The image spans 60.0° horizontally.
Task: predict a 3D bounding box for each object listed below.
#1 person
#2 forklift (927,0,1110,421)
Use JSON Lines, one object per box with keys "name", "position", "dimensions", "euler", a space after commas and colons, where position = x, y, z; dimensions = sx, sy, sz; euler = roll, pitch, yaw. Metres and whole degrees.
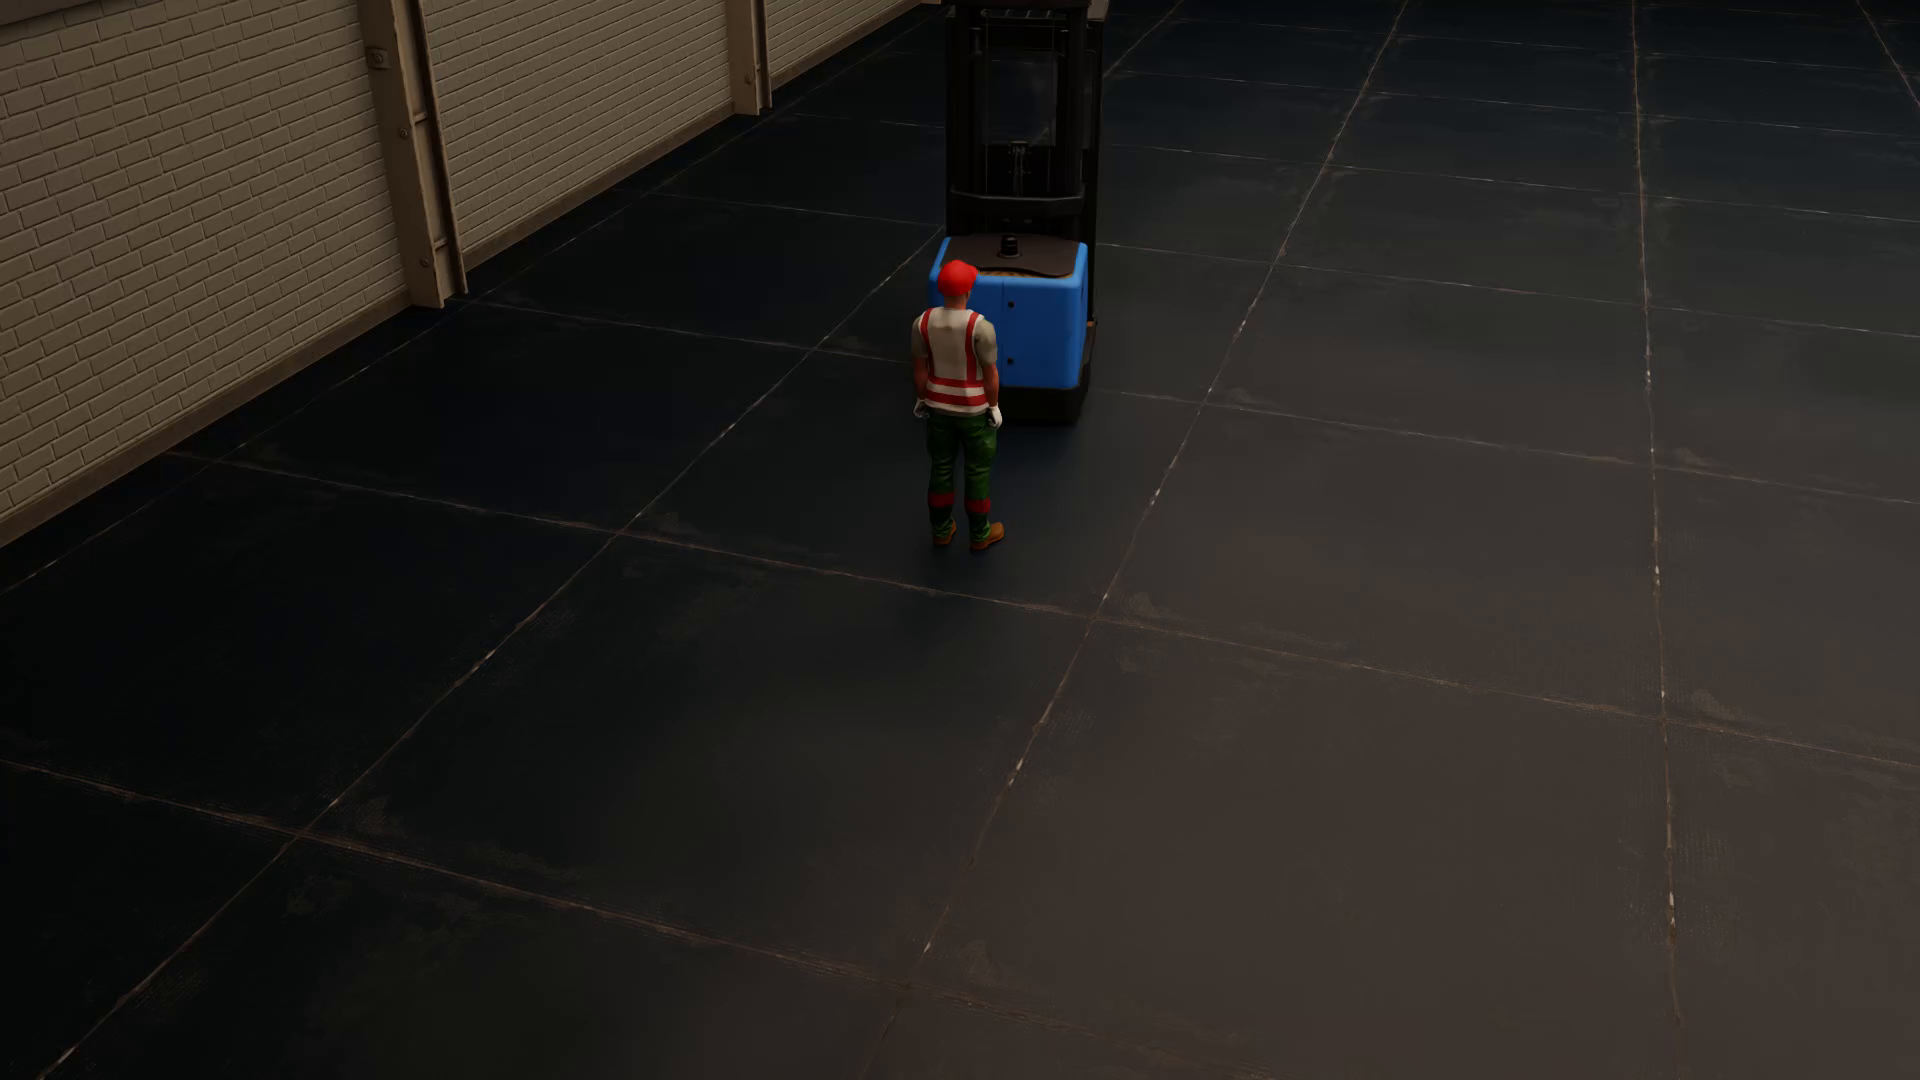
{"name": "person", "position": [-0.007, -0.784, 9.665], "dimensions": [0.536, 1.795, 0.369], "euler": [10, 31, 16]}
{"name": "forklift", "position": [0.476, -2.792, 12.035], "dimensions": [1.130, 2.935, 3.031], "euler": [4, 30, 6]}
